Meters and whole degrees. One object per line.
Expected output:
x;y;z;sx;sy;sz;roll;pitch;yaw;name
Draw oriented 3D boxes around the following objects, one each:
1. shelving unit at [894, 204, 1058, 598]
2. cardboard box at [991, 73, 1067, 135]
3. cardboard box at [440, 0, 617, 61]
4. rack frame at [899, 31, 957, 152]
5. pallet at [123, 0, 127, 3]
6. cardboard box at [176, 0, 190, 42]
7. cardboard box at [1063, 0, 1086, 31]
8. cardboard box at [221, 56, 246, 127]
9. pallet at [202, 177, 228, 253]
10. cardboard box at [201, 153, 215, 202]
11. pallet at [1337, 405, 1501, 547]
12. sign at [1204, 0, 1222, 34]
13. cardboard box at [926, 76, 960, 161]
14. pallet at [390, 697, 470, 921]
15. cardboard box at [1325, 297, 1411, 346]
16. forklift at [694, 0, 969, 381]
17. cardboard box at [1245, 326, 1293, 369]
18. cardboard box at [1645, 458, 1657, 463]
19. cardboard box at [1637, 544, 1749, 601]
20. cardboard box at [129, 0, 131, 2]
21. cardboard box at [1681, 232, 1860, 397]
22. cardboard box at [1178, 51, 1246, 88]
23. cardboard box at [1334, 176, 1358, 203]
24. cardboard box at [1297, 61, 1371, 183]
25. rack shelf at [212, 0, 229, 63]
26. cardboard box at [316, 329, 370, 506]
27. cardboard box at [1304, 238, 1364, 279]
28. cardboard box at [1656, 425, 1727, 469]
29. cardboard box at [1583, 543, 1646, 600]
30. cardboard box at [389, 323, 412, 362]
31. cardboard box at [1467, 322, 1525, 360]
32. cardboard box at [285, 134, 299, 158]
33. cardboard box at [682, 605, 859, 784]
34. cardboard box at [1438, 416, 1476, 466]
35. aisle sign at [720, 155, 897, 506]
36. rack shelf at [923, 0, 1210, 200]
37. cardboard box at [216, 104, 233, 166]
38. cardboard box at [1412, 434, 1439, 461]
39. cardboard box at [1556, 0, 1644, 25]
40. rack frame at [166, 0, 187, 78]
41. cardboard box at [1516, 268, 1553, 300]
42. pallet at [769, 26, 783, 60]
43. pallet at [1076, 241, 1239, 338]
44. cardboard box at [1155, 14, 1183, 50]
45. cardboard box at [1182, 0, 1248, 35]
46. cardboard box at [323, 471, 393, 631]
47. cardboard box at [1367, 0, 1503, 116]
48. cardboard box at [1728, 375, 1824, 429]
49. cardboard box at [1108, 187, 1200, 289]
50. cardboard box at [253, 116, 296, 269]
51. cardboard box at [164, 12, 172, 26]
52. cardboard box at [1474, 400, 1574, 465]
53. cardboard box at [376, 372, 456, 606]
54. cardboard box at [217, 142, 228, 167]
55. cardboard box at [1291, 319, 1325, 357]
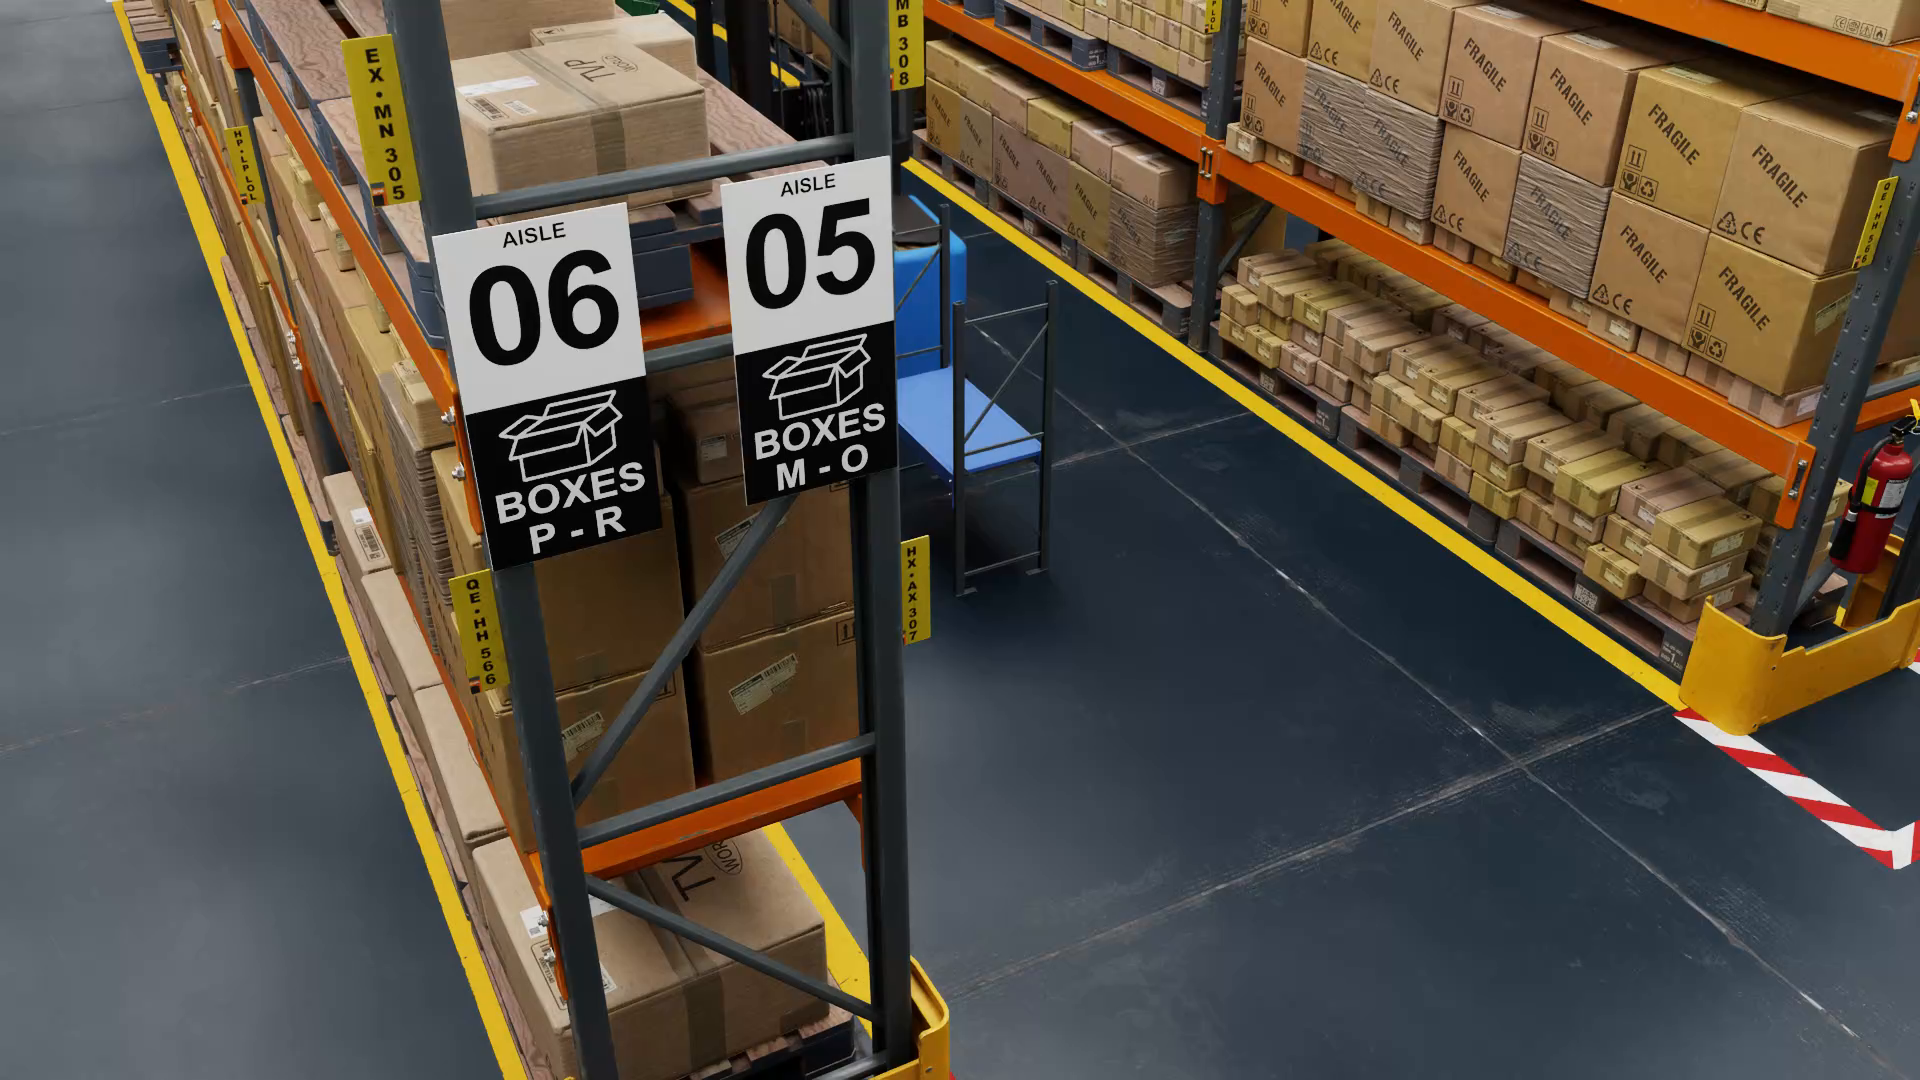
-0.040;-0.672;7.909;0.538;1.500;1.048;-16;36;-23;shelving unit
0.547;-3.008;11.398;0.500;0.250;0.500;-16;36;-23;cardboard box
-1.272;-1.500;4.630;0.500;0.311;0.500;-15;36;-22;cardboard box
-0.016;-4.439;12.399;1.000;3.000;0.127;-16;36;-23;rack frame
-7.695;-5.357;16.416;1.003;0.211;1.213;-16;36;-23;pallet
-4.095;-3.078;9.254;0.500;0.500;0.500;-16;36;-23;cardboard box
0.878;-3.362;10.561;0.380;0.149;0.250;-14;35;-21;cardboard box
-2.914;-1.850;7.338;0.500;0.500;0.500;-15;35;-22;cardboard box
-4.711;-2.345;11.715;1.003;0.211;1.213;-16;36;-23;pallet
-4.603;-2.489;11.401;0.950;0.372;0.625;-18;37;-26;cardboard box
2.766;-0.462;8.775;1.003;0.211;1.213;-16;36;-23;pallet
1.359;-2.877;8.886;0.100;0.325;0.005;-16;36;-23;sign
0.088;-3.162;12.333;0.500;0.500;0.500;-17;37;-25;cardboard box
-1.625;0.902;6.646;1.003;0.211;1.213;-16;36;-23;pallet
2.205;-1.168;8.994;0.380;0.149;0.250;-17;36;-24;cardboard box
-0.980;-2.512;9.455;1.130;2.935;3.031;-13;35;-19;forklift
1.858;-1.125;9.479;0.380;0.149;0.250;-15;35;-22;cardboard box
3.403;-0.427;8.114;0.380;0.149;0.250;-15;35;-22;cardboard box
3.215;0.097;7.296;0.380;0.149;0.250;-17;36;-24;cardboard box
-7.450;-5.026;15.474;0.500;0.250;0.500;-13;35;-20;cardboard box
3.276;-0.939;6.566;0.500;0.500;0.500;-15;36;-22;cardboard box
1.488;-2.741;9.592;0.380;0.149;0.250;-17;36;-24;cardboard box
2.170;-1.858;8.602;0.380;0.149;0.250;-18;37;-25;cardboard box
2.094;-2.164;8.478;0.500;0.500;0.500;-16;36;-23;cardboard box
-3.416;-3.152;8.275;1.077;0.370;4.000;-16;36;-23;rack shelf
-2.039;-0.509;6.172;0.500;0.500;0.500;-16;36;-23;cardboard box
2.245;-1.653;9.752;0.380;0.149;0.250;-15;36;-22;cardboard box
3.531;-0.438;7.855;0.380;0.149;0.250;-16;36;-23;cardboard box
3.074;0.106;7.558;0.380;0.149;0.250;-15;35;-22;cardboard box
-1.378;-0.533;4.681;0.380;0.149;0.250;-15;36;-22;cardboard box
2.918;-1.049;8.809;0.380;0.149;0.250;-17;36;-25;cardboard box
-2.214;-1.394;6.024;0.380;0.149;0.250;-16;36;-23;cardboard box
-0.588;0.328;4.864;0.500;0.500;0.500;-16;36;-23;cardboard box
2.615;-0.522;8.262;0.380;0.149;0.250;-14;35;-21;cardboard box
-0.328;-0.462;3.780;0.394;0.787;0.004;-16;36;-23;aisle sign
0.916;-3.182;11.103;1.077;0.370;4.000;-16;36;-23;rack shelf
-3.390;-2.016;8.292;0.500;0.250;0.500;-15;36;-22;cardboard box
2.565;-0.537;8.562;0.380;0.149;0.250;-15;36;-22;cardboard box
3.035;-2.226;7.649;0.500;0.500;0.500;-17;36;-25;cardboard box
-4.348;-3.146;10.380;1.000;3.000;0.127;-16;36;-23;rack frame
2.789;-1.237;7.634;0.380;0.149;0.250;-17;37;-25;cardboard box
-1.455;-4.825;15.585;1.003;0.211;1.213;-16;36;-23;pallet
1.484;-1.728;10.751;1.003;0.211;1.213;-16;36;-23;pallet
1.364;-2.993;9.708;0.380;0.149;0.250;-16;36;-23;cardboard box
1.489;-2.995;9.436;0.380;0.149;0.250;-14;35;-21;cardboard box
-2.286;-0.009;7.469;0.875;0.438;0.875;-16;36;-24;cardboard box
2.306;-2.351;7.843;0.500;0.500;0.500;-15;36;-22;cardboard box
3.312;-0.600;6.639;0.380;0.149;0.250;-16;36;-23;cardboard box
1.281;-1.945;10.433;0.500;0.500;0.500;-17;36;-24;cardboard box
-2.476;-1.412;6.654;0.500;0.500;0.500;-16;36;-23;cardboard box
-4.898;-3.424;10.658;0.380;0.149;0.250;-15;36;-22;cardboard box
2.704;-0.517;7.979;0.380;0.149;0.250;-15;35;-21;cardboard box
-1.323;-0.204;4.768;0.500;0.500;0.500;-16;36;-23;cardboard box
-3.848;-2.294;9.189;0.500;0.250;0.500;-15;35;-22;cardboard box
2.077;-1.173;9.279;0.380;0.149;0.250;-16;36;-23;cardboard box
